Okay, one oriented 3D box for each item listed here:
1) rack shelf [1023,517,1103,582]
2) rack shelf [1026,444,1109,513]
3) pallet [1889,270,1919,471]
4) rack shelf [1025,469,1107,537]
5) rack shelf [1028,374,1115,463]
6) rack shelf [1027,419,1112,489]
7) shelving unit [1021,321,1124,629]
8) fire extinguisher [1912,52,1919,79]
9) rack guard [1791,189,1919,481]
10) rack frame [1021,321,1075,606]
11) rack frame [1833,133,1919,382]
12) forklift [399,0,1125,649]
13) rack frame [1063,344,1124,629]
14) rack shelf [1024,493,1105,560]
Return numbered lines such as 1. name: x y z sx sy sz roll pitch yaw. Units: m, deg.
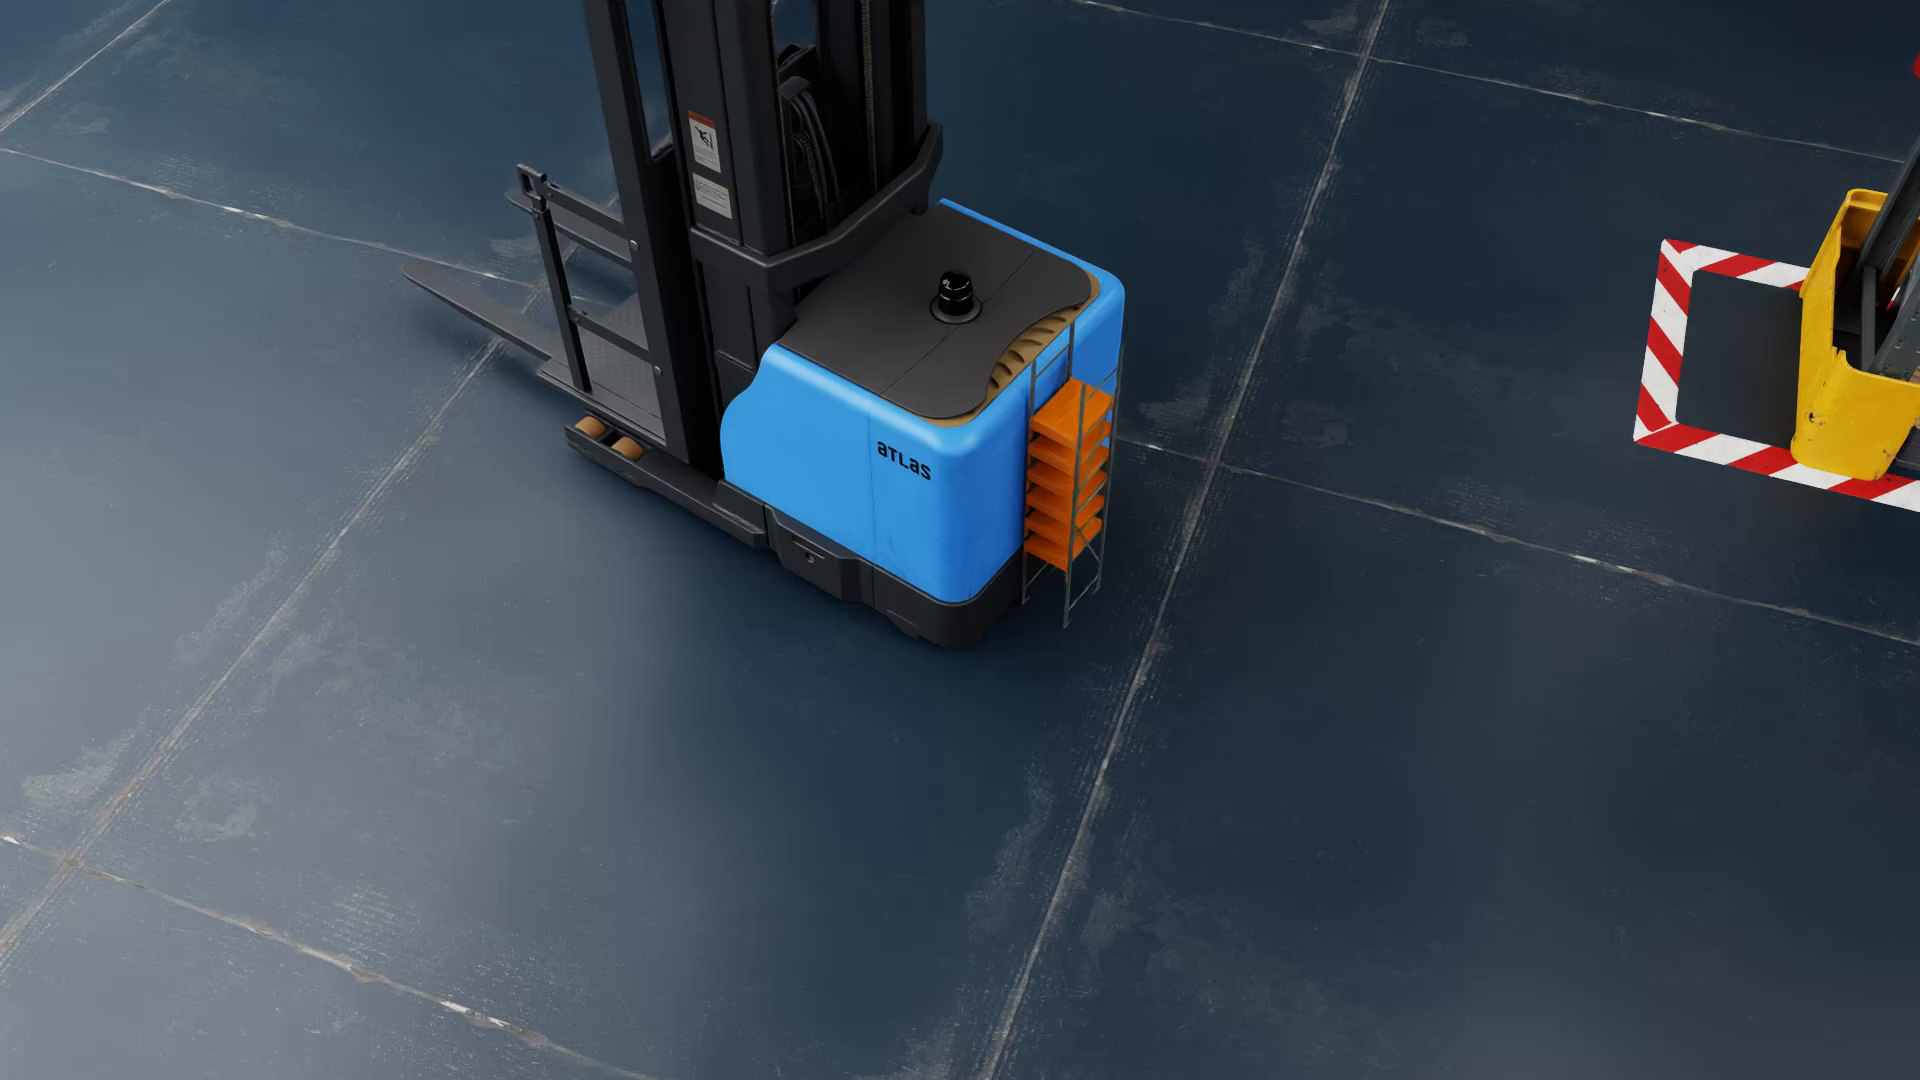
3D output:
1. rack shelf: 0.367 -0.001 5.833 0.180 0.103 0.258 28 55 22
2. rack shelf: 0.367 -0.237 5.561 0.180 0.103 0.258 28 55 22
3. pallet: 4.370 -0.565 6.600 1.213 0.211 1.003 16 51 13
4. rack shelf: 0.367 -0.158 5.652 0.180 0.103 0.258 28 55 22
5. rack shelf: 0.367 -0.394 5.380 0.180 0.103 0.258 28 55 22
6. rack shelf: 0.367 -0.315 5.470 0.180 0.103 0.258 28 55 22
7. shelving unit: 0.367 -0.187 5.618 0.189 1.200 0.258 28 55 22
8. fire extinguisher: 3.688 -1.983 6.035 0.183 0.674 0.296 16 51 13
9. rack guard: 3.616 -0.836 6.644 0.348 0.500 1.175 16 51 13
10. rack frame: 0.293 -0.227 5.653 0.006 1.200 0.240 28 55 22
11. rack frame: 3.638 -1.649 5.694 0.127 3.000 1.000 16 51 13
12. forklift: -0.920 -1.488 5.600 3.031 2.935 1.130 28 55 22
13. rack frame: 0.441 -0.147 5.583 0.006 1.200 0.240 28 55 22
14. rack shelf: 0.367 -0.079 5.742 0.180 0.103 0.258 28 55 22
